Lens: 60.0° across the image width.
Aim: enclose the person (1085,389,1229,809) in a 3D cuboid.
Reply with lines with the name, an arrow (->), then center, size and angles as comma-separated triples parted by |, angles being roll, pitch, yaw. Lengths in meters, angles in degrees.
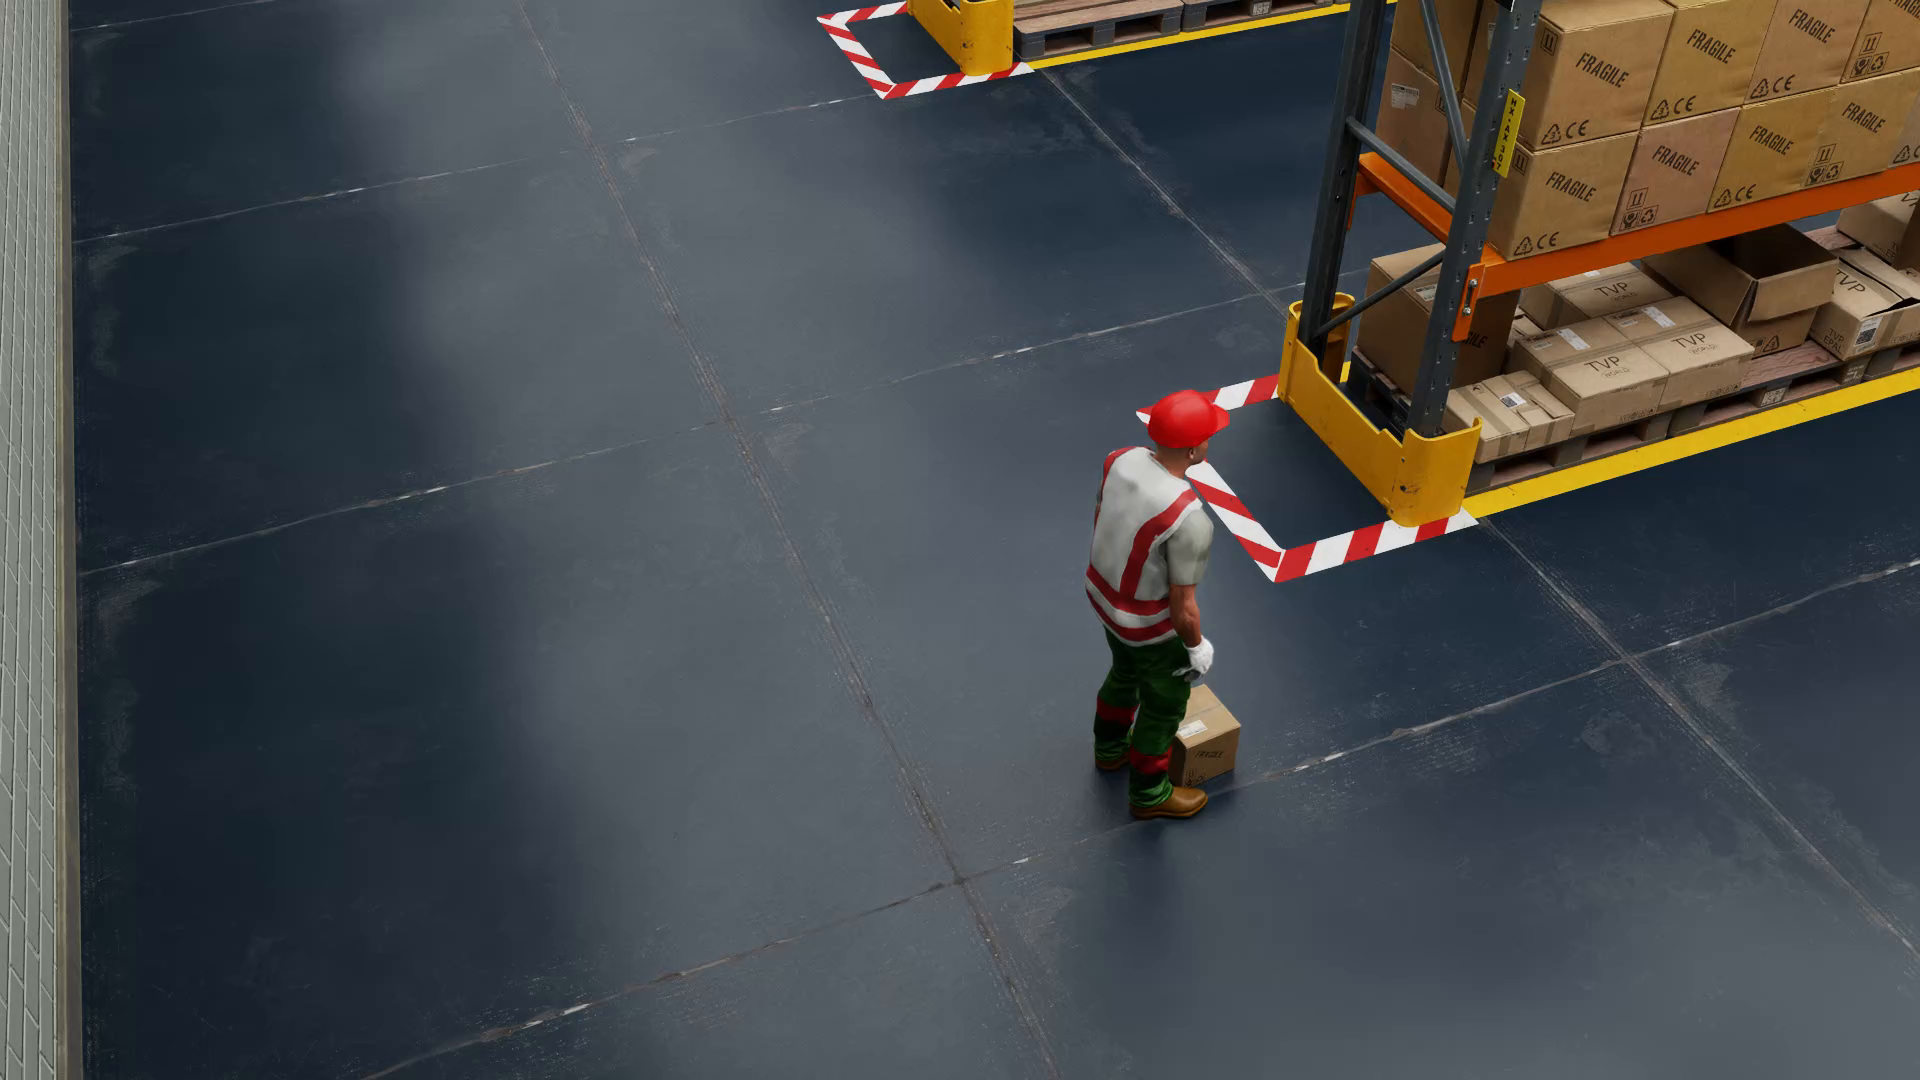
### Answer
person -> 0.681, 0.211, 5.864 | 0.448, 1.722, 0.589 | -18, 44, -19
